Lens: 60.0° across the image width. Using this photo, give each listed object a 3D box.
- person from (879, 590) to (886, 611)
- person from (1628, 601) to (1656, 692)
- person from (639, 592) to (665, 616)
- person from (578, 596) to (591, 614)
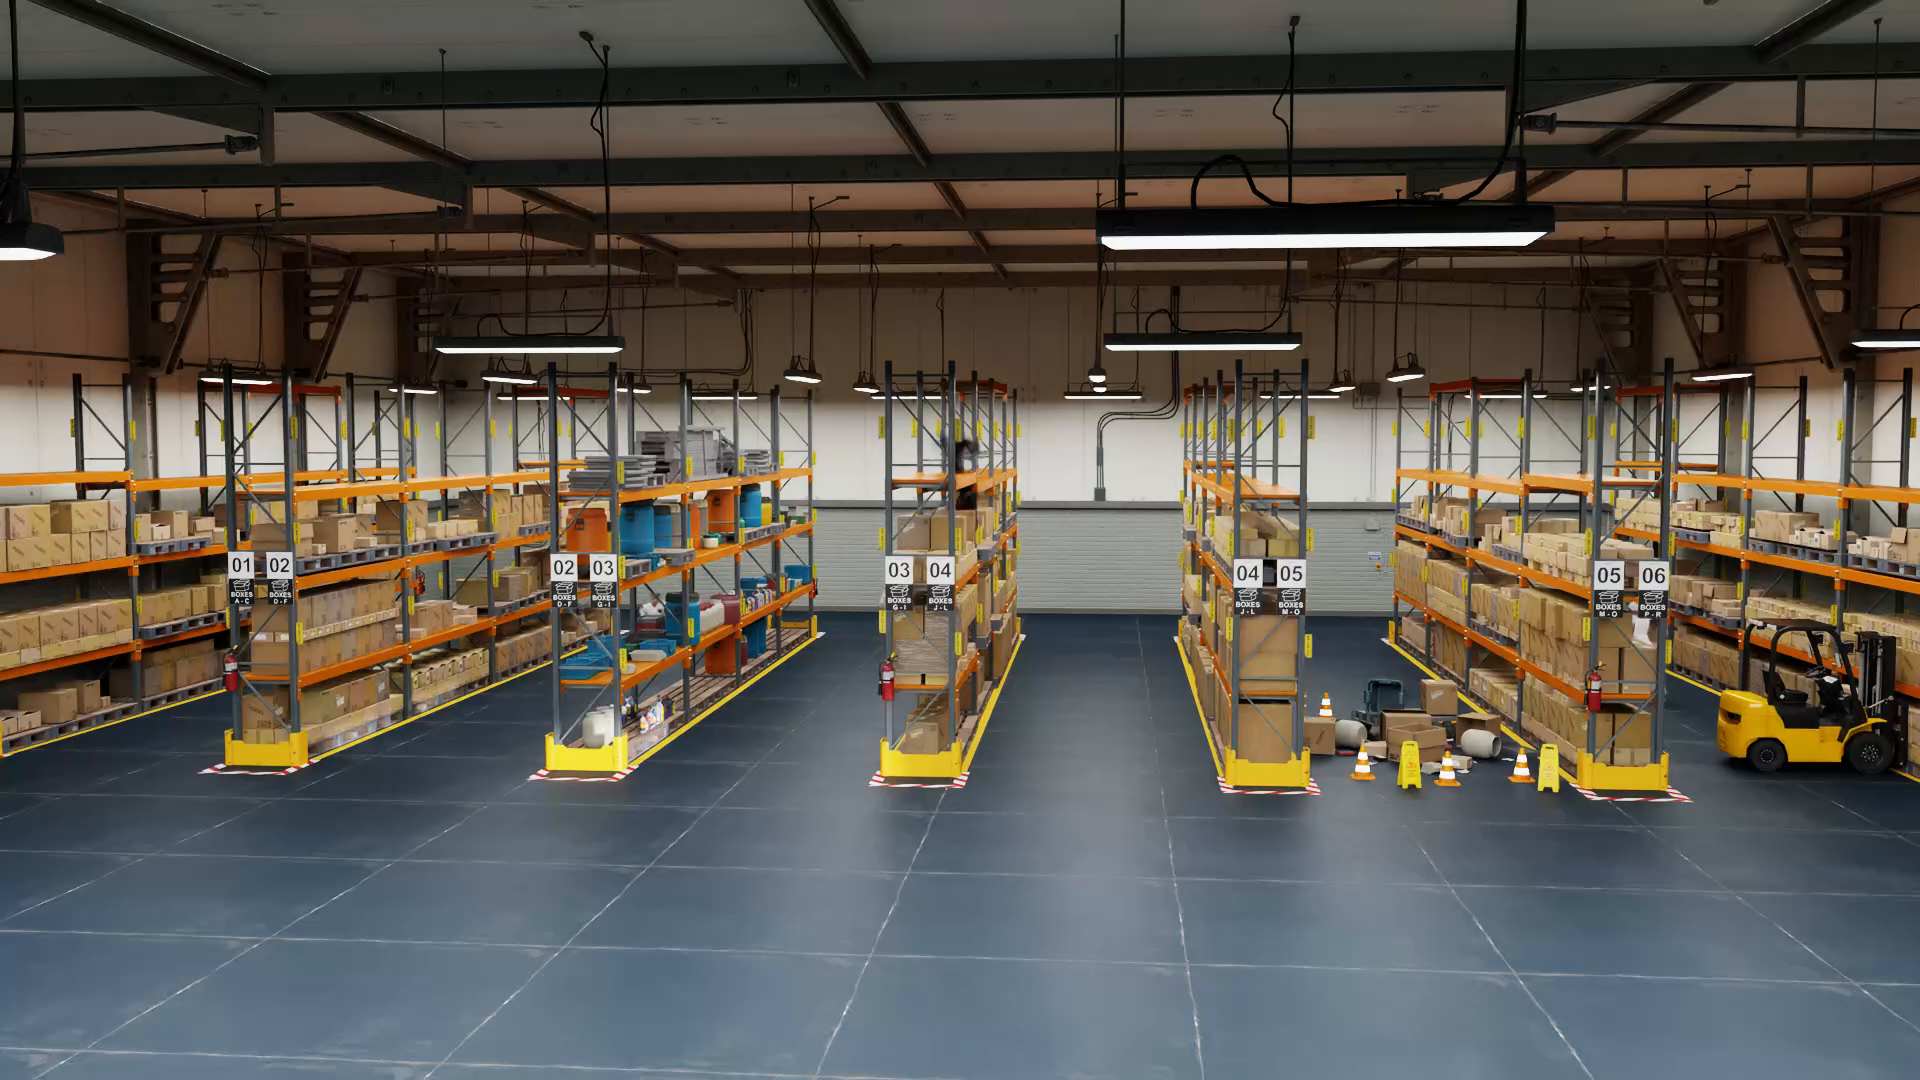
[{"bbox_3d":[-1.561,1.718,37.961,0.544,1.594,0.886,0,4,6],"label":"person"},{"bbox_3d":[12.867,2.055,31.583,0.704,1.750,1.000,-1,4,-10],"label":"person"},{"bbox_3d":[-6.468,1.893,35.120,0.611,1.613,0.676,-1,4,-11],"label":"person"},{"bbox_3d":[-9.803,1.310,43.732,0.895,1.670,0.629,3,5,36],"label":"person"}]
